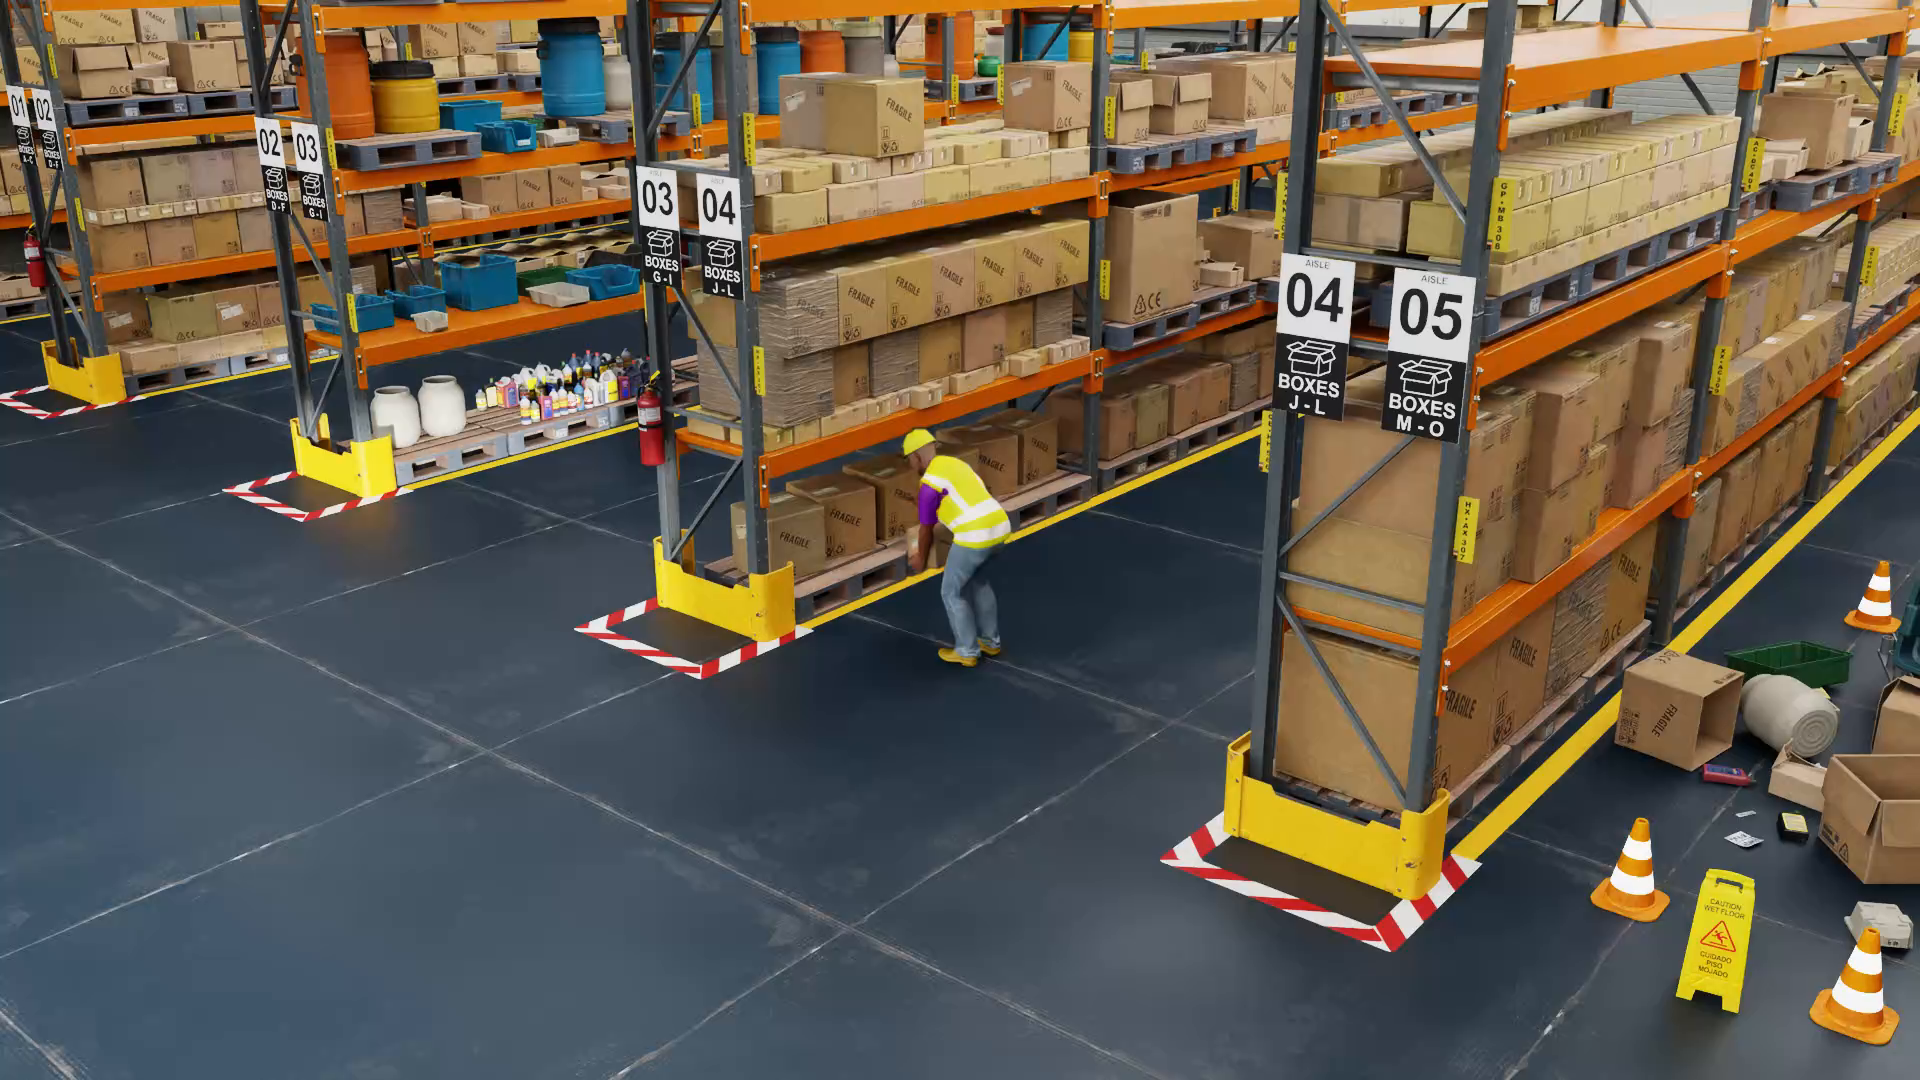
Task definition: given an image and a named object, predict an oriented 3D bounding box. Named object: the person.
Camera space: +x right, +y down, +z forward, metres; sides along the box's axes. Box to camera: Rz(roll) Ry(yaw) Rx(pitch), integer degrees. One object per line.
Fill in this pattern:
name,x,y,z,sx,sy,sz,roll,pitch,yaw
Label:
person,-0.057,0.037,11.262,0.802,1.542,0.488,15,25,35
